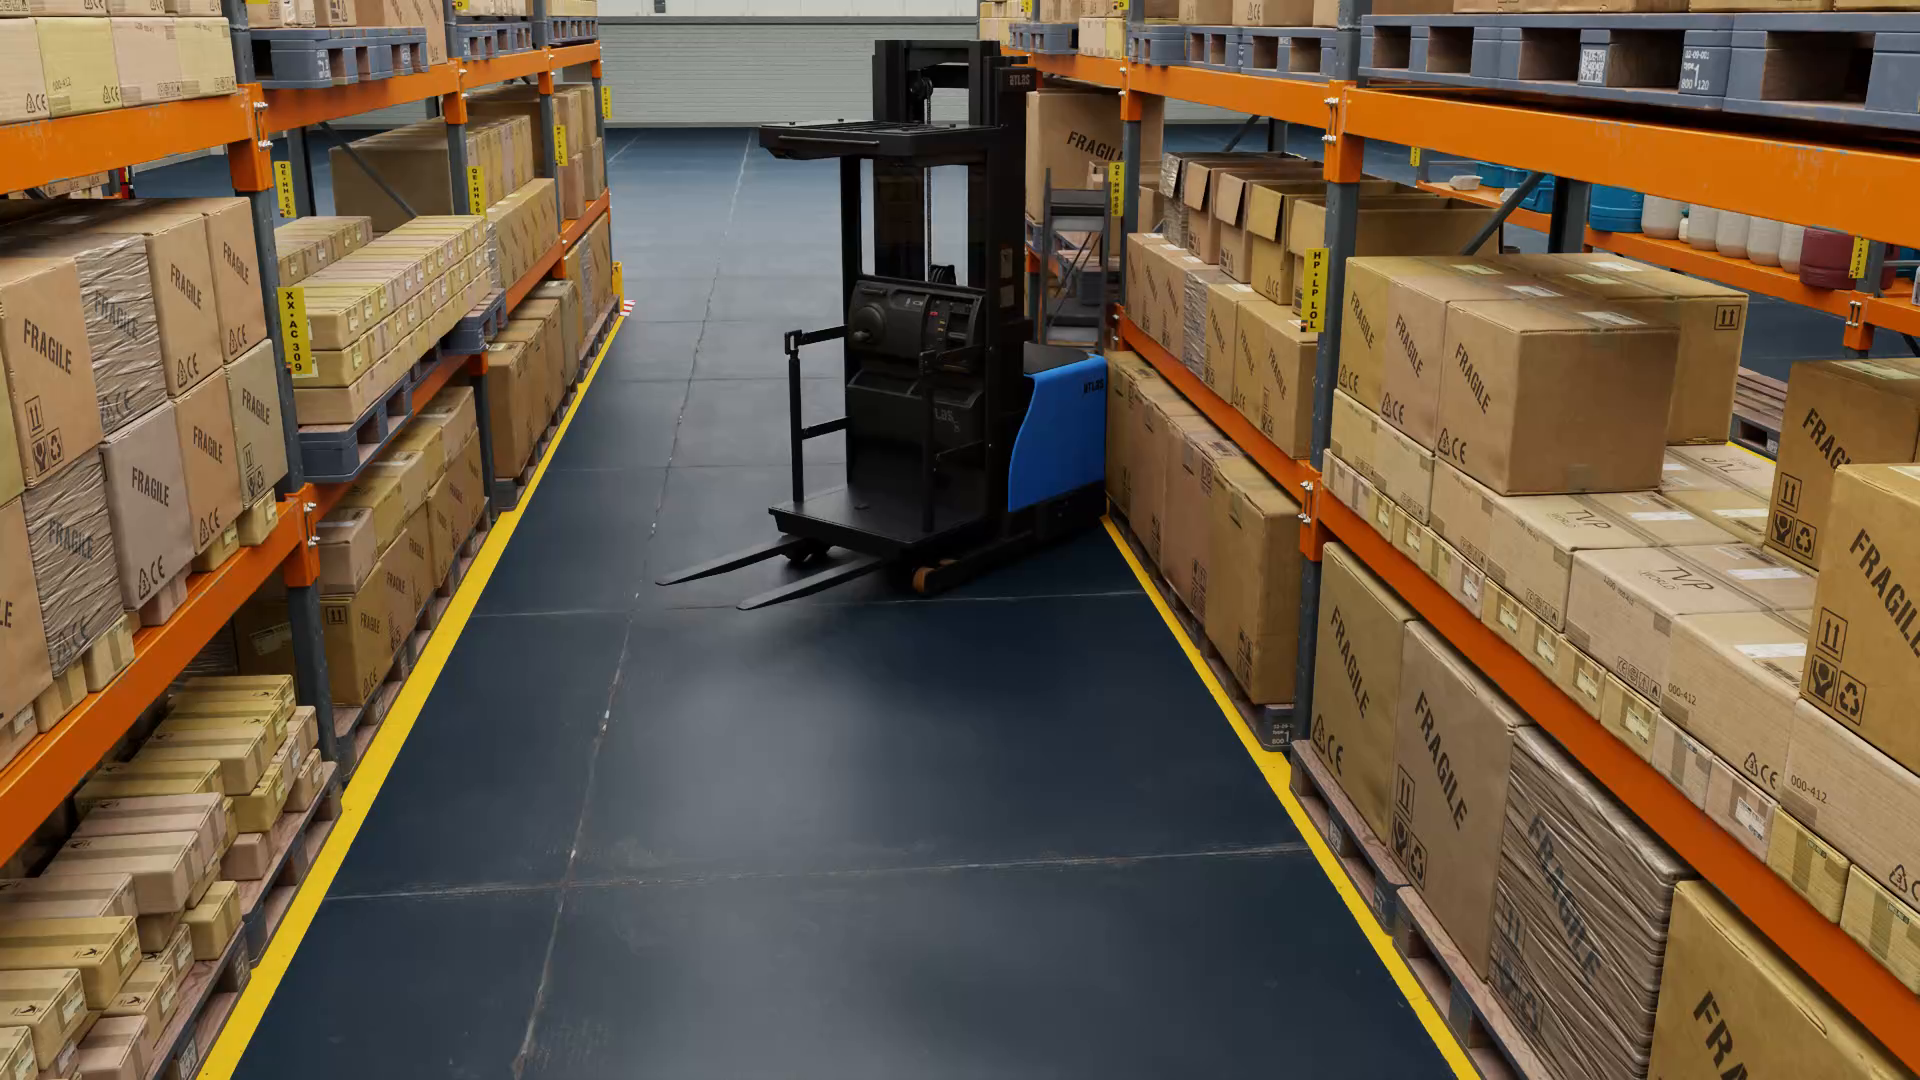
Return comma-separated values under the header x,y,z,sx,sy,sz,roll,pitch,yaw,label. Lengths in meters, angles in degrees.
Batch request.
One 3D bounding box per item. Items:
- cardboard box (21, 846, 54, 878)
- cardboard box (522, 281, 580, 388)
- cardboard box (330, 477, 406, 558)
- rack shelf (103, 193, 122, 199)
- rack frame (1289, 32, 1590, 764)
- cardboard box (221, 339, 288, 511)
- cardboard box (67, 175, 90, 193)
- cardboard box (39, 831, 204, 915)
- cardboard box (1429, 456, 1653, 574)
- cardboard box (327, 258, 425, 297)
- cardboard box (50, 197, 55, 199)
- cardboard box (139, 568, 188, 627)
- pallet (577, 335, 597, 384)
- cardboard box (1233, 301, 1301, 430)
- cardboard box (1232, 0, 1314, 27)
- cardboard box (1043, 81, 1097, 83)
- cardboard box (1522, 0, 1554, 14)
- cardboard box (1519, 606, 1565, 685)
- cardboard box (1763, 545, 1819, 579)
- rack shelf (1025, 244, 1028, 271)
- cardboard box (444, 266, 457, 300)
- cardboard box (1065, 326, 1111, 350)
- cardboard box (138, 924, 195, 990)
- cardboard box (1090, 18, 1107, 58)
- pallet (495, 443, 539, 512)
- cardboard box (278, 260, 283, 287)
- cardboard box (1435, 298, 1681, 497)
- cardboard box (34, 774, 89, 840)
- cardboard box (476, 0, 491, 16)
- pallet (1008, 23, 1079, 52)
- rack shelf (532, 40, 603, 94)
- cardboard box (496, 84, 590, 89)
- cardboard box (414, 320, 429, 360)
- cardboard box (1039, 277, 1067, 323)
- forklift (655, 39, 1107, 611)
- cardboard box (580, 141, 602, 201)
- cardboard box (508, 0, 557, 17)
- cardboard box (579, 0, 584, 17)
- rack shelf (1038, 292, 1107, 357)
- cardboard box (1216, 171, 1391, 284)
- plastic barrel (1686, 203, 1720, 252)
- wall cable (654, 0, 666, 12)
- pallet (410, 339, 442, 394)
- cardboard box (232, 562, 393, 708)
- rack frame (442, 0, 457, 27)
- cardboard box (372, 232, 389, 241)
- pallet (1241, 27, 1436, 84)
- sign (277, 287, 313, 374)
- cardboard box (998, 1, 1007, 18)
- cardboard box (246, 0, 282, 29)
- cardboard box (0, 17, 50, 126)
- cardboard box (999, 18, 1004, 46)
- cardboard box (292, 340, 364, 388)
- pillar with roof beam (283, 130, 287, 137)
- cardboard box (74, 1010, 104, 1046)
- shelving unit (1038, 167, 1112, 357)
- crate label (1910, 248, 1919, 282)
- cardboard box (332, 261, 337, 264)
x,y,z,sx,sy,sz,roll,pitch,yaw,label
-3.101,1.094,5.247,0.380,0.149,0.250,-1,17,-3,cardboard box
-3.698,-1.678,13.568,1.050,0.750,0.750,-2,18,-6,cardboard box
-2.898,-0.102,7.714,0.500,0.250,0.500,-1,17,-4,cardboard box
-8.971,-2.802,15.297,1.077,0.370,4.000,-2,18,-6,rack shelf
1.917,-0.472,6.674,1.000,3.000,0.127,-2,18,-6,rack frame
-2.696,-0.404,5.791,0.500,0.500,0.500,-2,18,-6,cardboard box
-8.801,-3.629,16.064,0.500,0.500,0.500,-2,18,-6,cardboard box
-2.524,1.011,5.014,0.380,0.149,0.250,-2,18,-8,cardboard box
1.810,-0.092,5.217,0.500,0.250,0.500,-1,17,-4,cardboard box
-2.744,-1.230,7.814,0.380,0.149,0.250,-1,17,-4,cardboard box
-8.725,-3.138,15.584,0.380,0.149,0.250,-2,18,-6,cardboard box
-2.602,0.161,5.076,0.380,0.149,0.250,-3,18,-8,cardboard box
-3.853,-1.631,15.021,1.003,0.211,1.213,-2,18,-6,pallet
1.553,-0.799,7.546,0.500,0.500,0.500,-1,17,-4,cardboard box
1.736,-2.737,8.006,0.797,0.503,0.637,-2,18,-6,cardboard box
1.088,-4.260,16.407,0.500,0.500,0.500,-2,18,-6,cardboard box
2.109,-1.808,4.884,0.700,0.500,0.500,-1,17,-3,cardboard box
1.808,0.288,4.672,0.380,0.149,0.250,-1,17,-5,cardboard box
2.440,0.193,4.308,0.500,0.250,0.500,-2,18,-7,cardboard box
0.886,-3.109,16.272,1.077,0.370,4.000,-2,18,-6,rack shelf
-2.828,-1.324,8.608,0.380,0.149,0.250,-2,18,-6,cardboard box
1.223,-1.380,13.004,0.700,0.500,0.500,-3,18,-10,cardboard box
-2.581,1.305,5.071,0.380,0.149,0.250,-1,17,-5,cardboard box
1.147,-3.305,10.940,0.500,0.250,0.500,-2,18,-6,cardboard box
-3.446,-0.448,11.251,1.003,0.211,1.213,-2,18,-6,pallet
-3.396,-1.216,7.766,0.380,0.149,0.250,-3,18,-8,cardboard box
1.814,-0.448,5.099,0.500,0.500,0.500,-2,18,-7,cardboard box
-3.103,0.870,5.462,0.380,0.149,0.250,-2,18,-7,cardboard box
-3.347,-3.520,10.757,0.500,0.250,0.500,-1,17,-4,cardboard box
1.050,-4.010,13.249,1.213,0.211,1.003,-2,18,-6,pallet
-4.058,-4.417,15.430,1.077,0.370,4.000,-2,18,-6,rack shelf
-4.265,-4.400,17.130,0.875,0.550,0.550,-2,18,-6,cardboard box
-2.750,-0.950,7.914,0.380,0.149,0.250,-2,18,-7,cardboard box
1.024,-2.155,15.504,0.500,0.500,0.500,4,18,12,cardboard box
-0.393,-1.253,9.273,1.130,2.935,3.031,14,22,37,forklift
-4.103,-3.724,16.780,0.875,0.550,0.550,-2,18,-6,cardboard box
-3.551,-4.411,13.763,0.380,0.149,0.250,-2,18,-7,cardboard box
-3.763,-5.017,15.692,0.380,0.149,0.250,-2,18,-5,cardboard box
0.718,-1.293,10.765,0.431,0.518,0.480,2,22,2,rack shelf
1.704,-1.578,8.355,0.797,0.503,0.637,-1,17,-4,cardboard box
5.975,-2.563,13.107,0.433,0.535,0.433,0,17,0,plastic barrel
-7.578,-17.982,46.752,2.305,6.003,0.169,-2,18,-6,wall cable
-3.194,-0.861,8.232,1.003,0.211,1.213,-2,18,-6,pallet
-2.839,0.415,7.321,0.500,0.500,0.500,-1,17,-3,cardboard box
-3.439,-4.403,9.179,1.000,3.000,0.127,-2,18,-6,rack frame
-3.753,-1.715,10.464,0.500,0.500,0.500,-2,18,-6,cardboard box
1.774,-2.084,7.119,0.805,0.209,1.217,-2,18,-8,pallet
-2.488,-0.781,6.213,0.100,0.325,0.005,-2,18,-6,sign
0.578,-5.120,16.054,0.380,0.149,0.250,-3,18,-8,cardboard box
-2.957,-2.145,6.125,0.700,0.500,0.500,-2,18,-6,cardboard box
-2.565,-1.123,3.989,0.500,0.250,0.500,-2,18,-6,cardboard box
0.637,-4.800,15.700,0.500,0.250,0.500,-1,17,-4,cardboard box
-2.610,-0.703,6.631,0.380,0.149,0.250,-1,17,-5,cardboard box
-13.751,-15.285,43.840,9.100,9.000,0.400,-2,18,-6,pillar with roof beam
-2.608,1.307,4.567,0.380,0.149,0.250,-1,17,-3,cardboard box
0.718,-1.306,10.760,0.431,2.100,0.503,2,22,2,shelving unit
6.760,-1.874,11.419,0.303,0.233,0.416,-2,18,-6,crate label
-3.502,-1.378,8.780,0.380,0.149,0.250,-2,18,-5,cardboard box
